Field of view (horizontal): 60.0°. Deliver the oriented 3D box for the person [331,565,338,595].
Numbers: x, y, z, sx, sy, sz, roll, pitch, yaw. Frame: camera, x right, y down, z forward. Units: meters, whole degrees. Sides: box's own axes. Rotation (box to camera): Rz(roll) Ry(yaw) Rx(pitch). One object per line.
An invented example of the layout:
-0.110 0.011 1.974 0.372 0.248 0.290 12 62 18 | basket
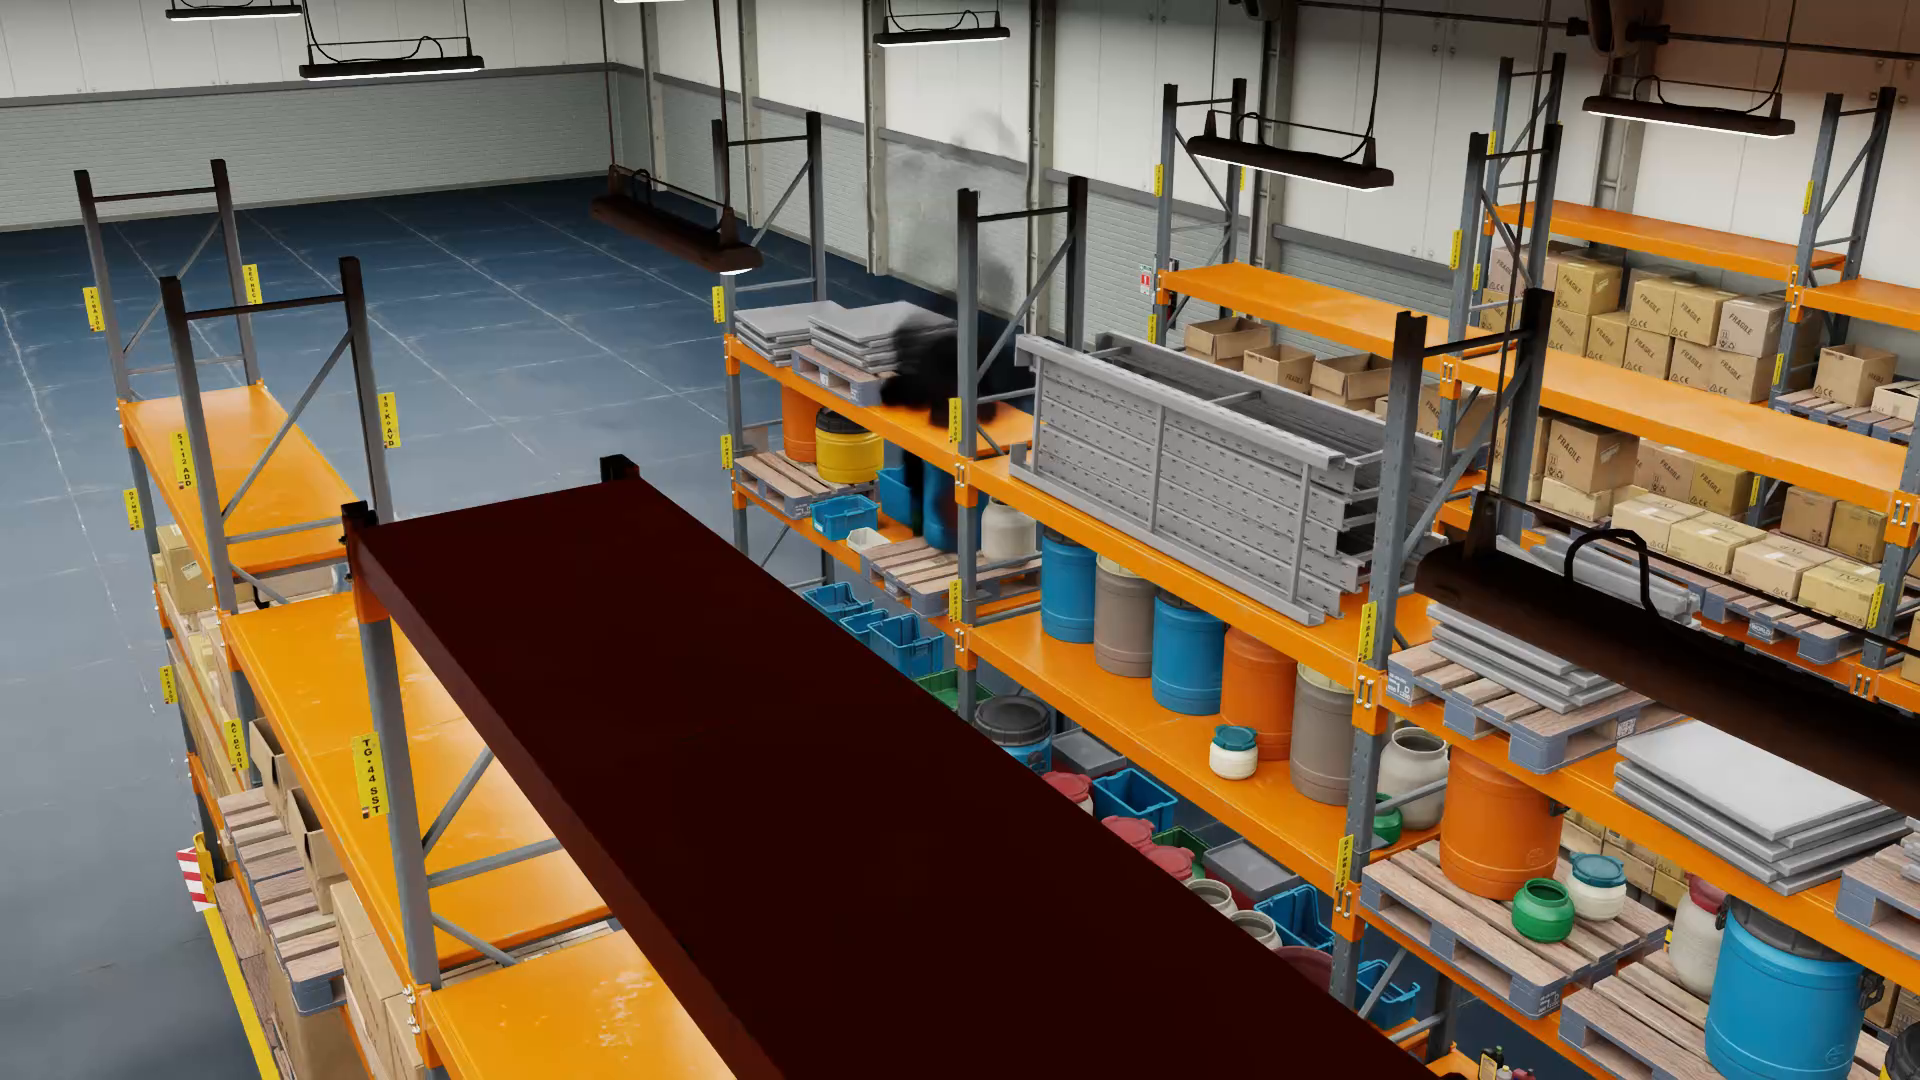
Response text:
-6.868 0.513 17.742 0.807 1.763 0.682 1 22 4 | person
